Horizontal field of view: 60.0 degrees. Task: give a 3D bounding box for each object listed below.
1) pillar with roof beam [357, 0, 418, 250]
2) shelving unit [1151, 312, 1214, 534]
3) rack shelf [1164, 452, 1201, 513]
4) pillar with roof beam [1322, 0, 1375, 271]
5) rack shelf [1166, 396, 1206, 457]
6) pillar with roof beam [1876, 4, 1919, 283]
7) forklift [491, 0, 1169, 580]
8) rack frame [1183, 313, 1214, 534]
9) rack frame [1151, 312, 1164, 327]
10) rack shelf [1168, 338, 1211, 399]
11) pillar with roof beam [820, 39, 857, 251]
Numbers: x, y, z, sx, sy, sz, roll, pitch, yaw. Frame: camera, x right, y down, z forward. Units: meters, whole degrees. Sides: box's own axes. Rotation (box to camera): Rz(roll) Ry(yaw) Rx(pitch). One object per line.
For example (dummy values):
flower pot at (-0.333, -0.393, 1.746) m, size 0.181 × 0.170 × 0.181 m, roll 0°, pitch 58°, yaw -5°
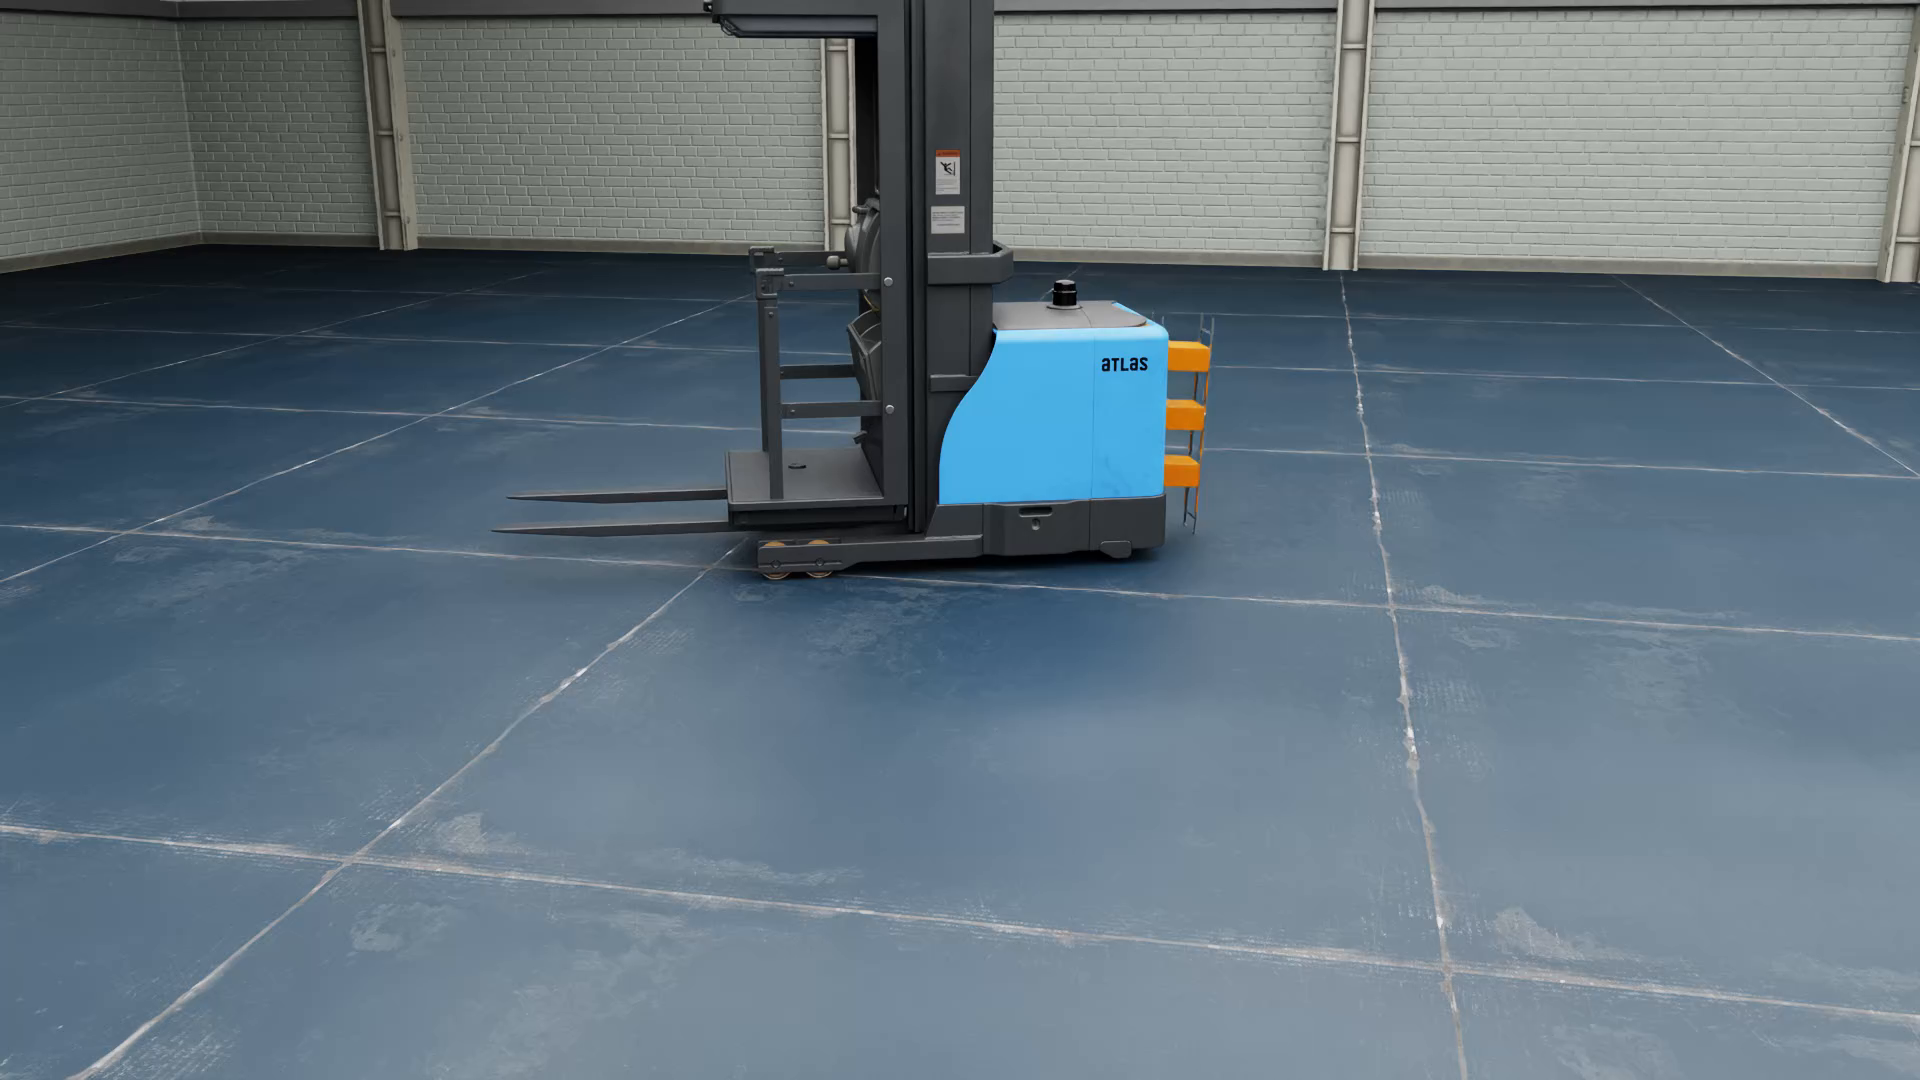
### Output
pillar with roof beam at (-8.180, -7.014, 16.456) m, size 0.400 × 9.000 × 9.100 m, roll 3°, pitch 16°, yaw 11°
shelving unit at (1.033, -0.561, 8.031) m, size 0.252 × 1.050 × 0.215 m, roll 0°, pitch 15°, yaw -9°
rack shelf at (1.019, -0.283, 8.106) m, size 0.240 × 0.259 × 0.215 m, roll 0°, pitch 15°, yaw -9°
pillar with roof beam at (3.579, -6.376, 14.151) m, size 0.400 × 9.000 × 9.100 m, roll 3°, pitch 16°, yaw 11°
rack shelf at (1.033, -0.551, 8.033) m, size 0.240 × 0.259 × 0.215 m, roll 0°, pitch 15°, yaw -9°
pillar with roof beam at (9.459, -6.056, 12.999) m, size 0.400 × 9.000 × 9.100 m, roll 3°, pitch 16°, yaw 11°
forklift at (-0.615, -1.388, 7.512) m, size 3.031 × 2.935 × 1.130 m, roll -2°, pitch 16°, yaw -8°
rack frame at (1.154, -0.560, 8.049) m, size 0.008 × 1.050 × 0.200 m, roll 0°, pitch 15°, yaw -9°
rack frame at (0.913, -0.562, 8.012) m, size 0.008 × 1.050 × 0.200 m, roll 0°, pitch 15°, yaw -9°
rack shelf at (1.046, -0.825, 7.960) m, size 0.240 × 0.259 × 0.215 m, roll 0°, pitch 15°, yaw -9°
pillar with roof beam at (-2.301, -6.695, 15.303) m, size 0.400 × 9.000 × 9.100 m, roll 3°, pitch 16°, yaw 11°
